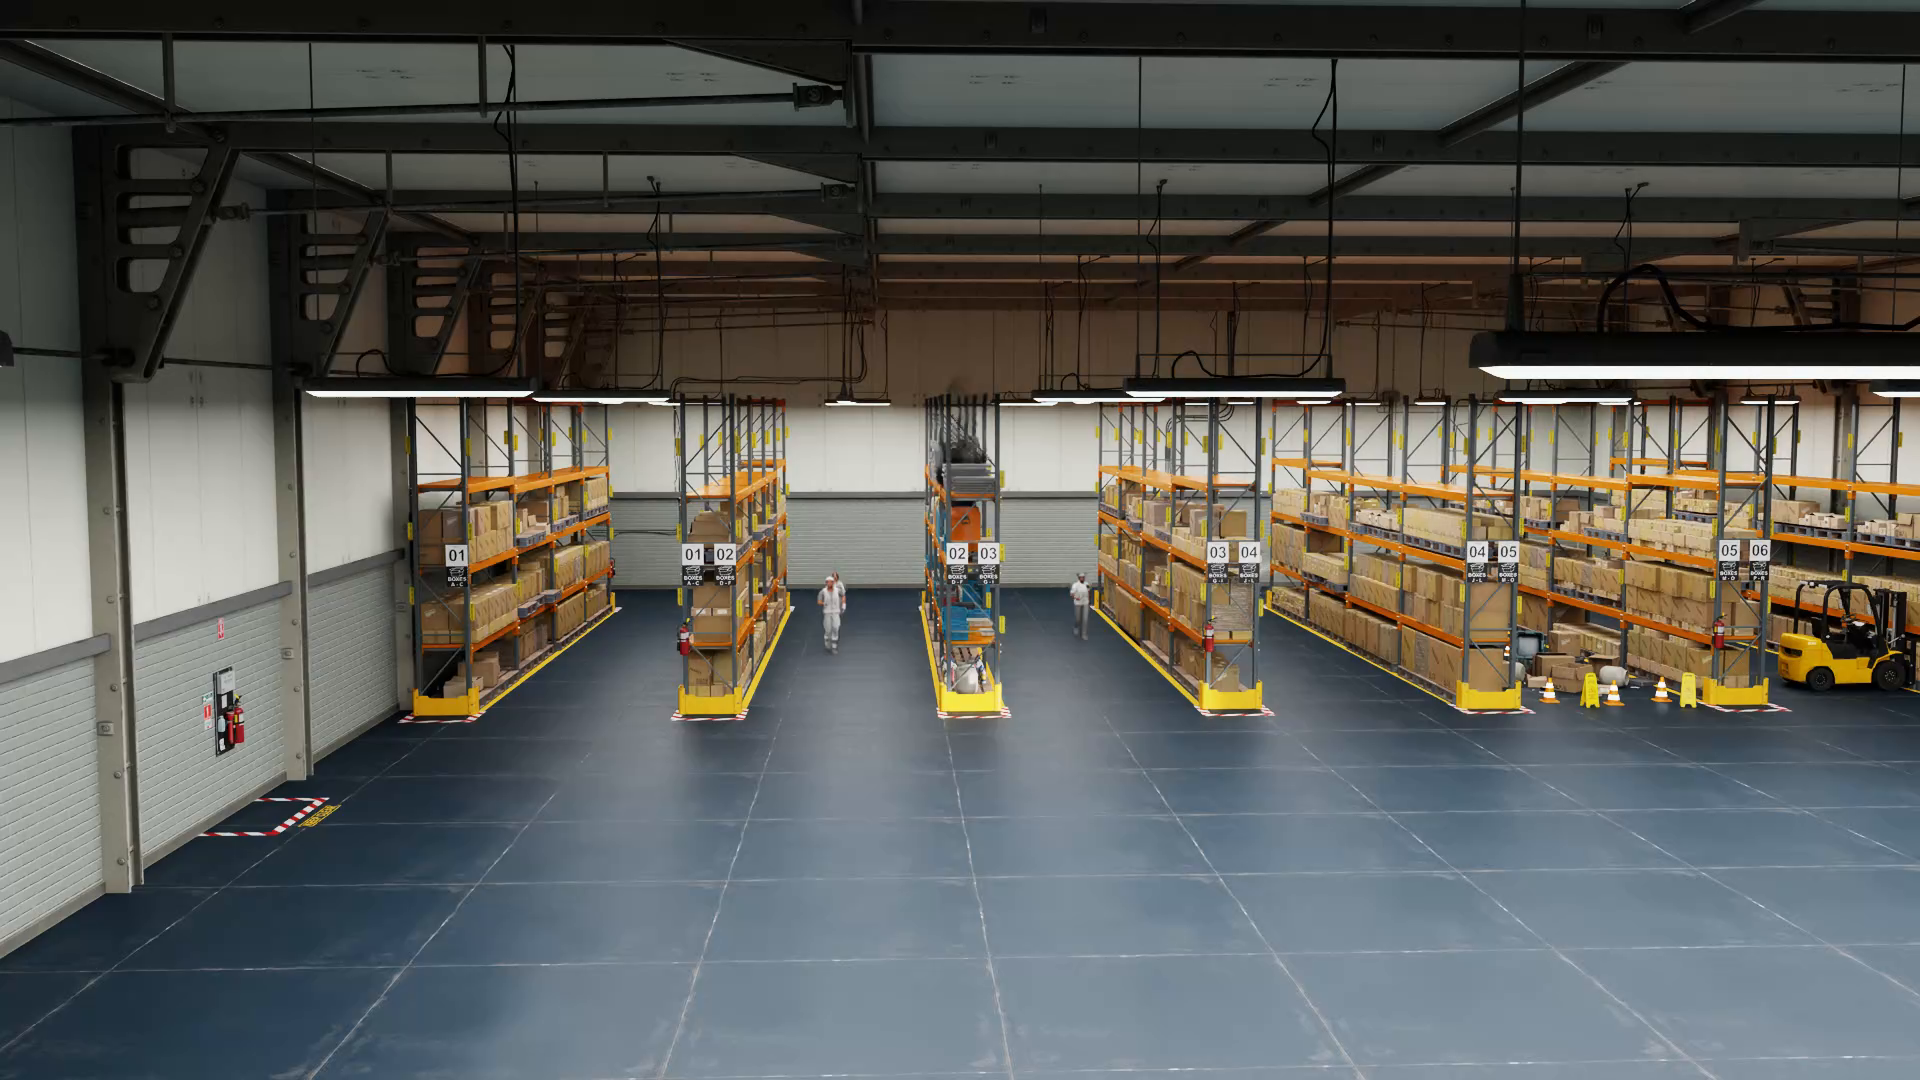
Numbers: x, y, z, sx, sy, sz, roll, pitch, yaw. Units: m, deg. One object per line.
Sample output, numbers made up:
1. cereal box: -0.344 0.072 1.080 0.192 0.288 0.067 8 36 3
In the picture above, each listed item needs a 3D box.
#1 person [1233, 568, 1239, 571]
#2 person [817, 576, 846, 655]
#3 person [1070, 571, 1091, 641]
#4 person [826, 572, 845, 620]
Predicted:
1. person: 7.857 1.114 48.440 0.544 1.616 0.696 -3 5 -31
2. person: -3.010 1.750 38.976 0.667 1.793 0.914 0 5 -5
3. person: 3.015 1.613 41.334 0.583 1.695 0.920 -1 5 -10
4. person: -3.196 1.599 42.422 0.539 1.546 0.622 -1 5 -7
